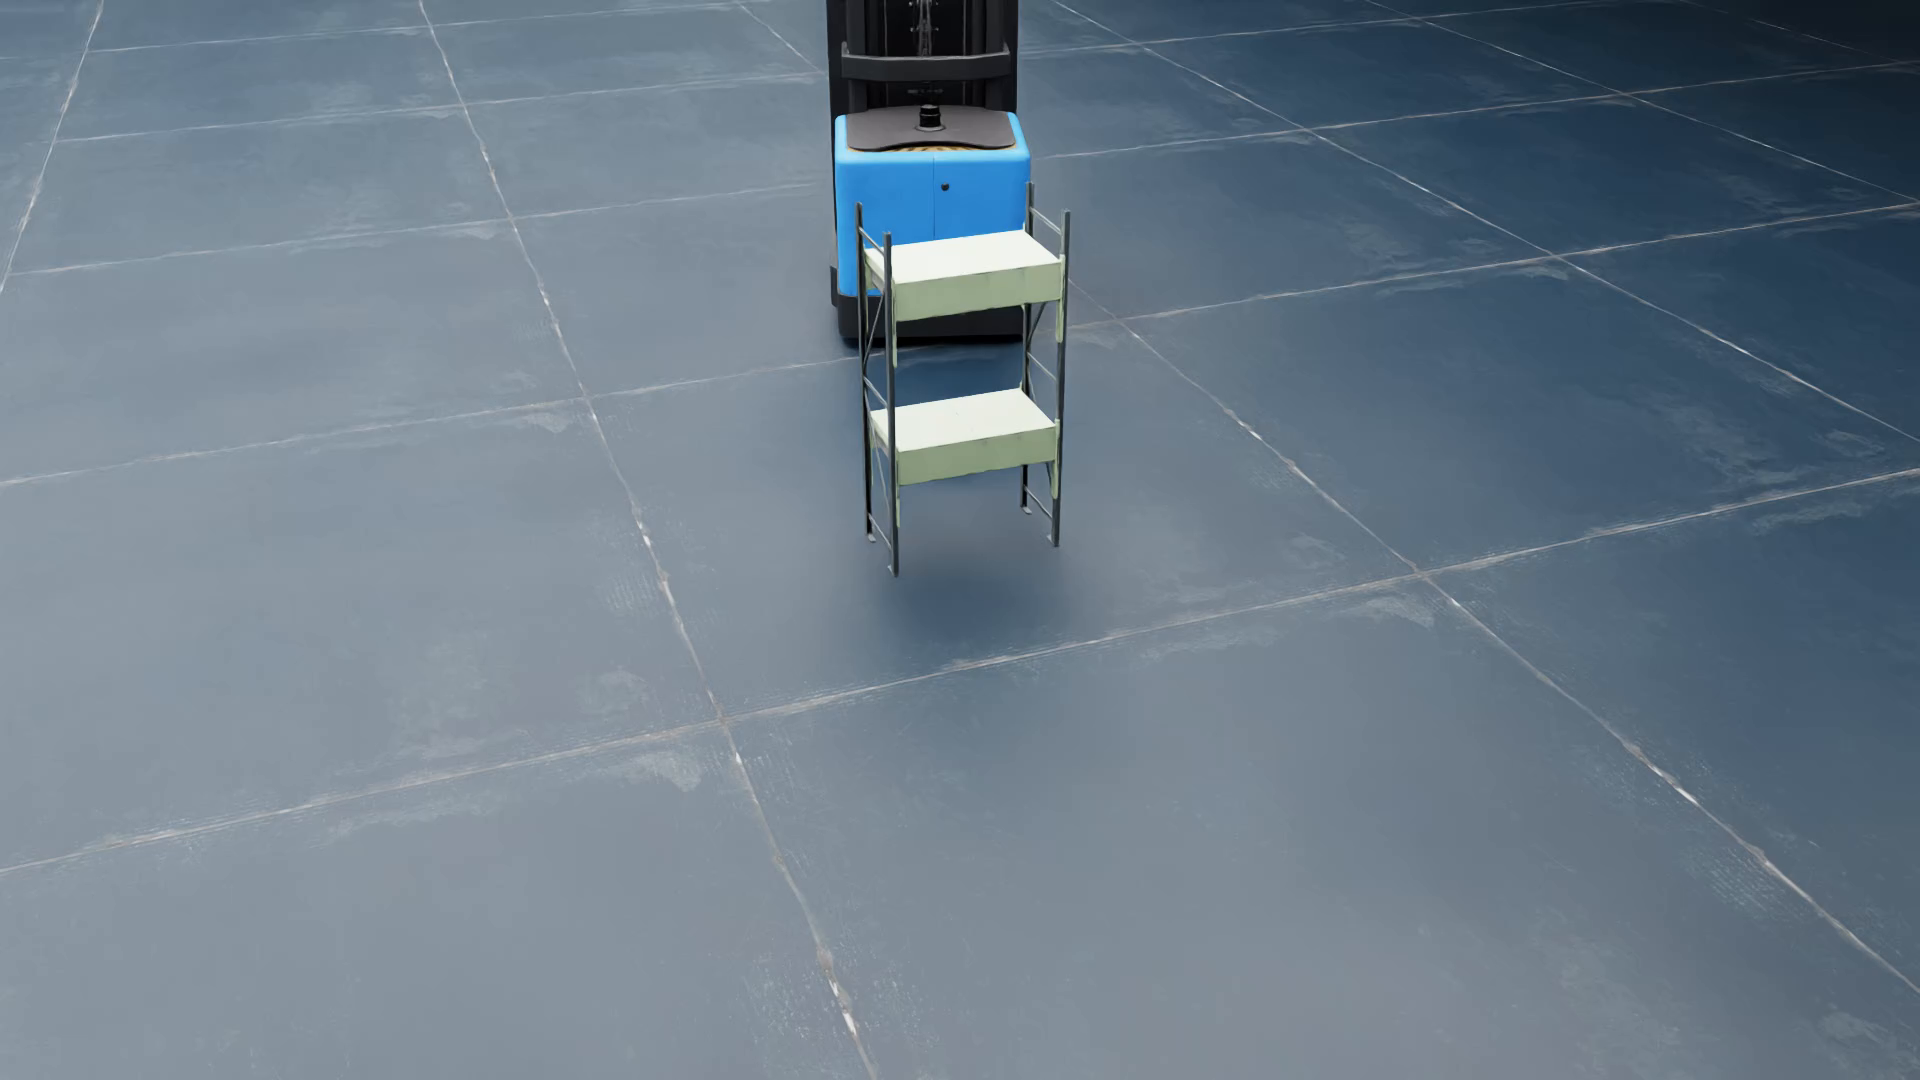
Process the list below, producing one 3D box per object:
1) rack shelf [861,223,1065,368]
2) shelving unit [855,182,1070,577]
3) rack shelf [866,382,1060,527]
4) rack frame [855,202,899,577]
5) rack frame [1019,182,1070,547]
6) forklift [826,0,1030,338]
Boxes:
[{"bbox_3d":[0.006,-0.992,6.688,0.720,0.370,0.431,-10,31,-18],"label":"rack shelf"},{"bbox_3d":[0.006,-0.653,6.881,0.755,1.500,0.431,-10,31,-18],"label":"shelving unit"},{"bbox_3d":[0.006,-0.370,7.042,0.720,0.370,0.431,-10,31,-18],"label":"rack shelf"},{"bbox_3d":[-0.337,-0.590,6.770,0.023,1.500,0.400,-10,31,-18],"label":"rack frame"},{"bbox_3d":[0.349,-0.716,6.992,0.023,1.500,0.400,-10,31,-18],"label":"rack frame"},{"bbox_3d":[-0.230,-3.067,9.673,1.130,2.935,3.031,-2,30,-3],"label":"forklift"}]
